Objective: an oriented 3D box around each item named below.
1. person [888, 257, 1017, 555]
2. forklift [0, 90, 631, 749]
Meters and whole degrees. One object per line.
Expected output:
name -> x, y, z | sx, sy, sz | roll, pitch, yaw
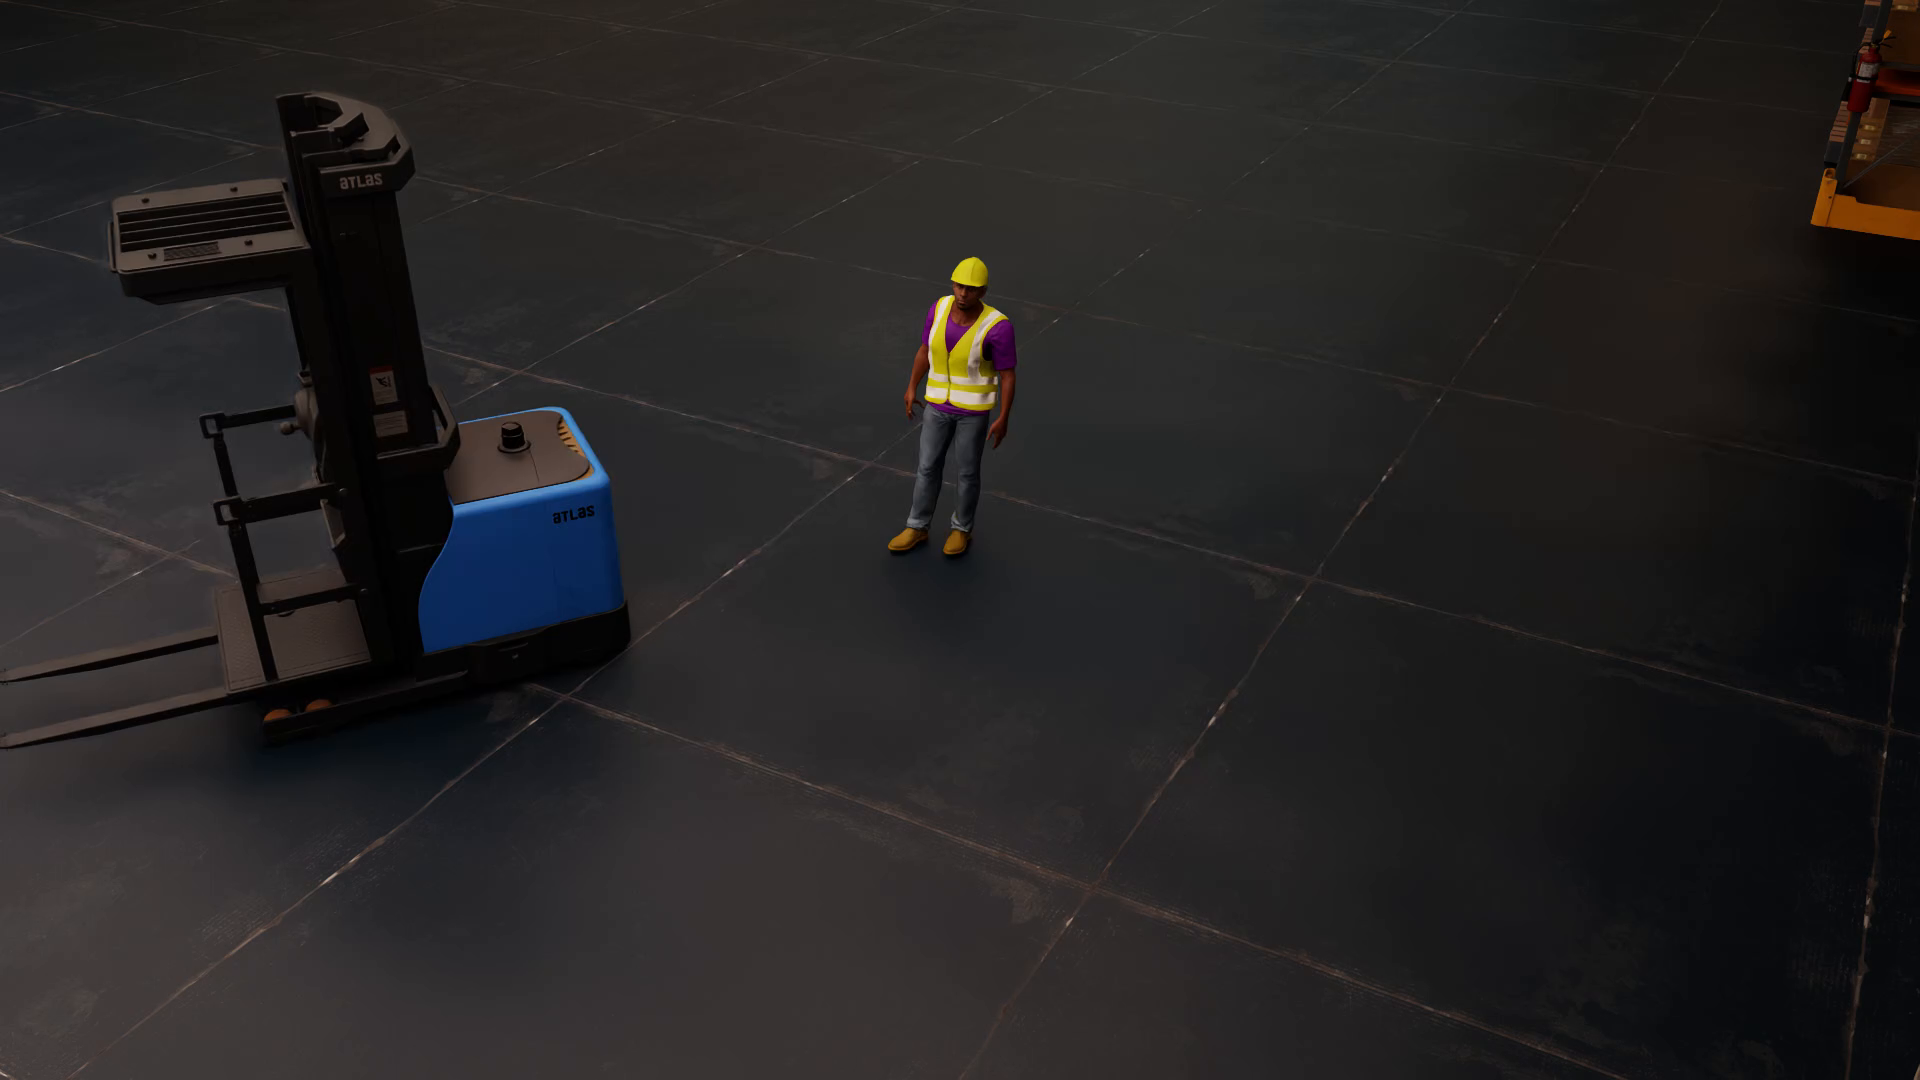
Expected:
person -> -0.039, -0.743, 9.508 | 0.665, 1.765, 0.577 | 15, 33, 25
forklift -> -3.327, -0.563, 8.046 | 3.031, 2.935, 1.130 | -13, 32, -21
